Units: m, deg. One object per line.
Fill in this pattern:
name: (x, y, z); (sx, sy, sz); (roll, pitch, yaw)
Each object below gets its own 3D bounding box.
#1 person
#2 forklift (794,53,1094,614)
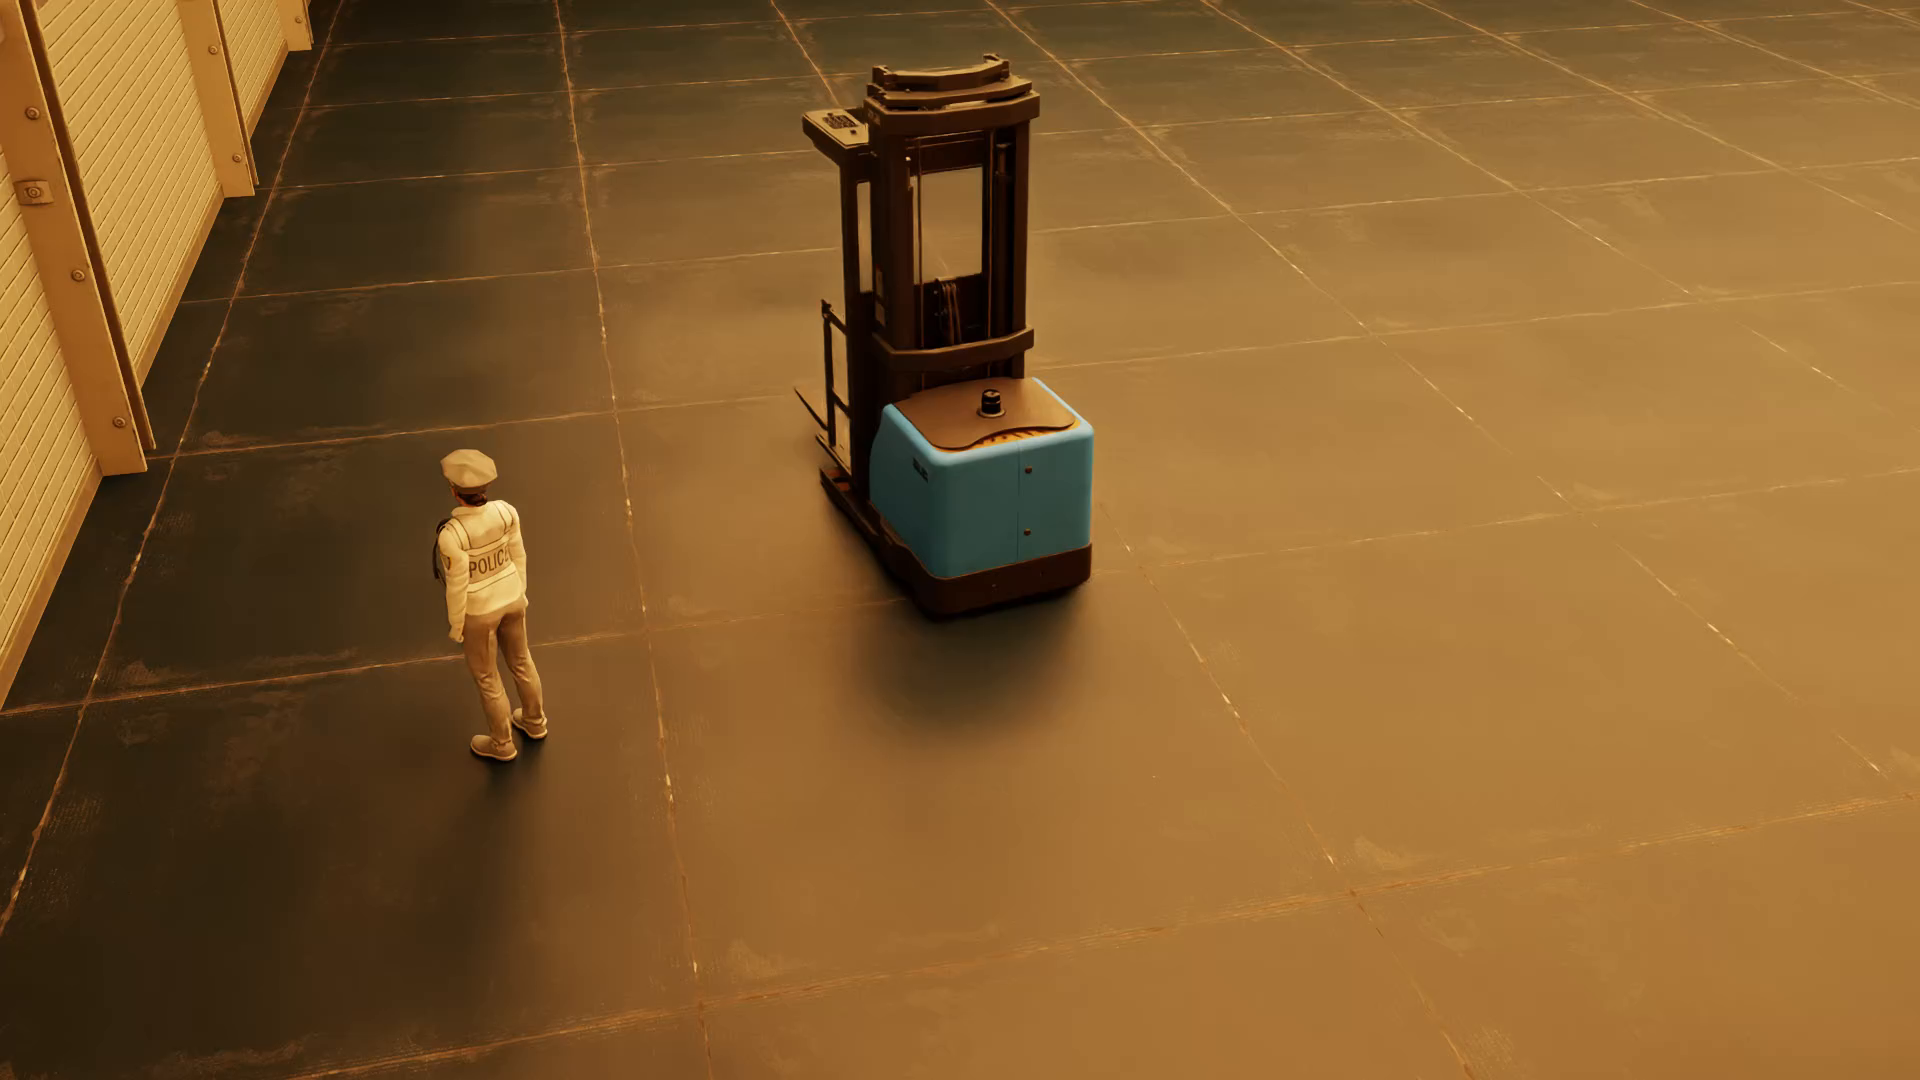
person: (-2.346, 0.329, 8.249); (0.337, 1.692, 0.464); (21, 36, 32)
forklift: (-0.274, -1.559, 10.268); (1.130, 2.935, 3.031); (-12, 32, -20)
